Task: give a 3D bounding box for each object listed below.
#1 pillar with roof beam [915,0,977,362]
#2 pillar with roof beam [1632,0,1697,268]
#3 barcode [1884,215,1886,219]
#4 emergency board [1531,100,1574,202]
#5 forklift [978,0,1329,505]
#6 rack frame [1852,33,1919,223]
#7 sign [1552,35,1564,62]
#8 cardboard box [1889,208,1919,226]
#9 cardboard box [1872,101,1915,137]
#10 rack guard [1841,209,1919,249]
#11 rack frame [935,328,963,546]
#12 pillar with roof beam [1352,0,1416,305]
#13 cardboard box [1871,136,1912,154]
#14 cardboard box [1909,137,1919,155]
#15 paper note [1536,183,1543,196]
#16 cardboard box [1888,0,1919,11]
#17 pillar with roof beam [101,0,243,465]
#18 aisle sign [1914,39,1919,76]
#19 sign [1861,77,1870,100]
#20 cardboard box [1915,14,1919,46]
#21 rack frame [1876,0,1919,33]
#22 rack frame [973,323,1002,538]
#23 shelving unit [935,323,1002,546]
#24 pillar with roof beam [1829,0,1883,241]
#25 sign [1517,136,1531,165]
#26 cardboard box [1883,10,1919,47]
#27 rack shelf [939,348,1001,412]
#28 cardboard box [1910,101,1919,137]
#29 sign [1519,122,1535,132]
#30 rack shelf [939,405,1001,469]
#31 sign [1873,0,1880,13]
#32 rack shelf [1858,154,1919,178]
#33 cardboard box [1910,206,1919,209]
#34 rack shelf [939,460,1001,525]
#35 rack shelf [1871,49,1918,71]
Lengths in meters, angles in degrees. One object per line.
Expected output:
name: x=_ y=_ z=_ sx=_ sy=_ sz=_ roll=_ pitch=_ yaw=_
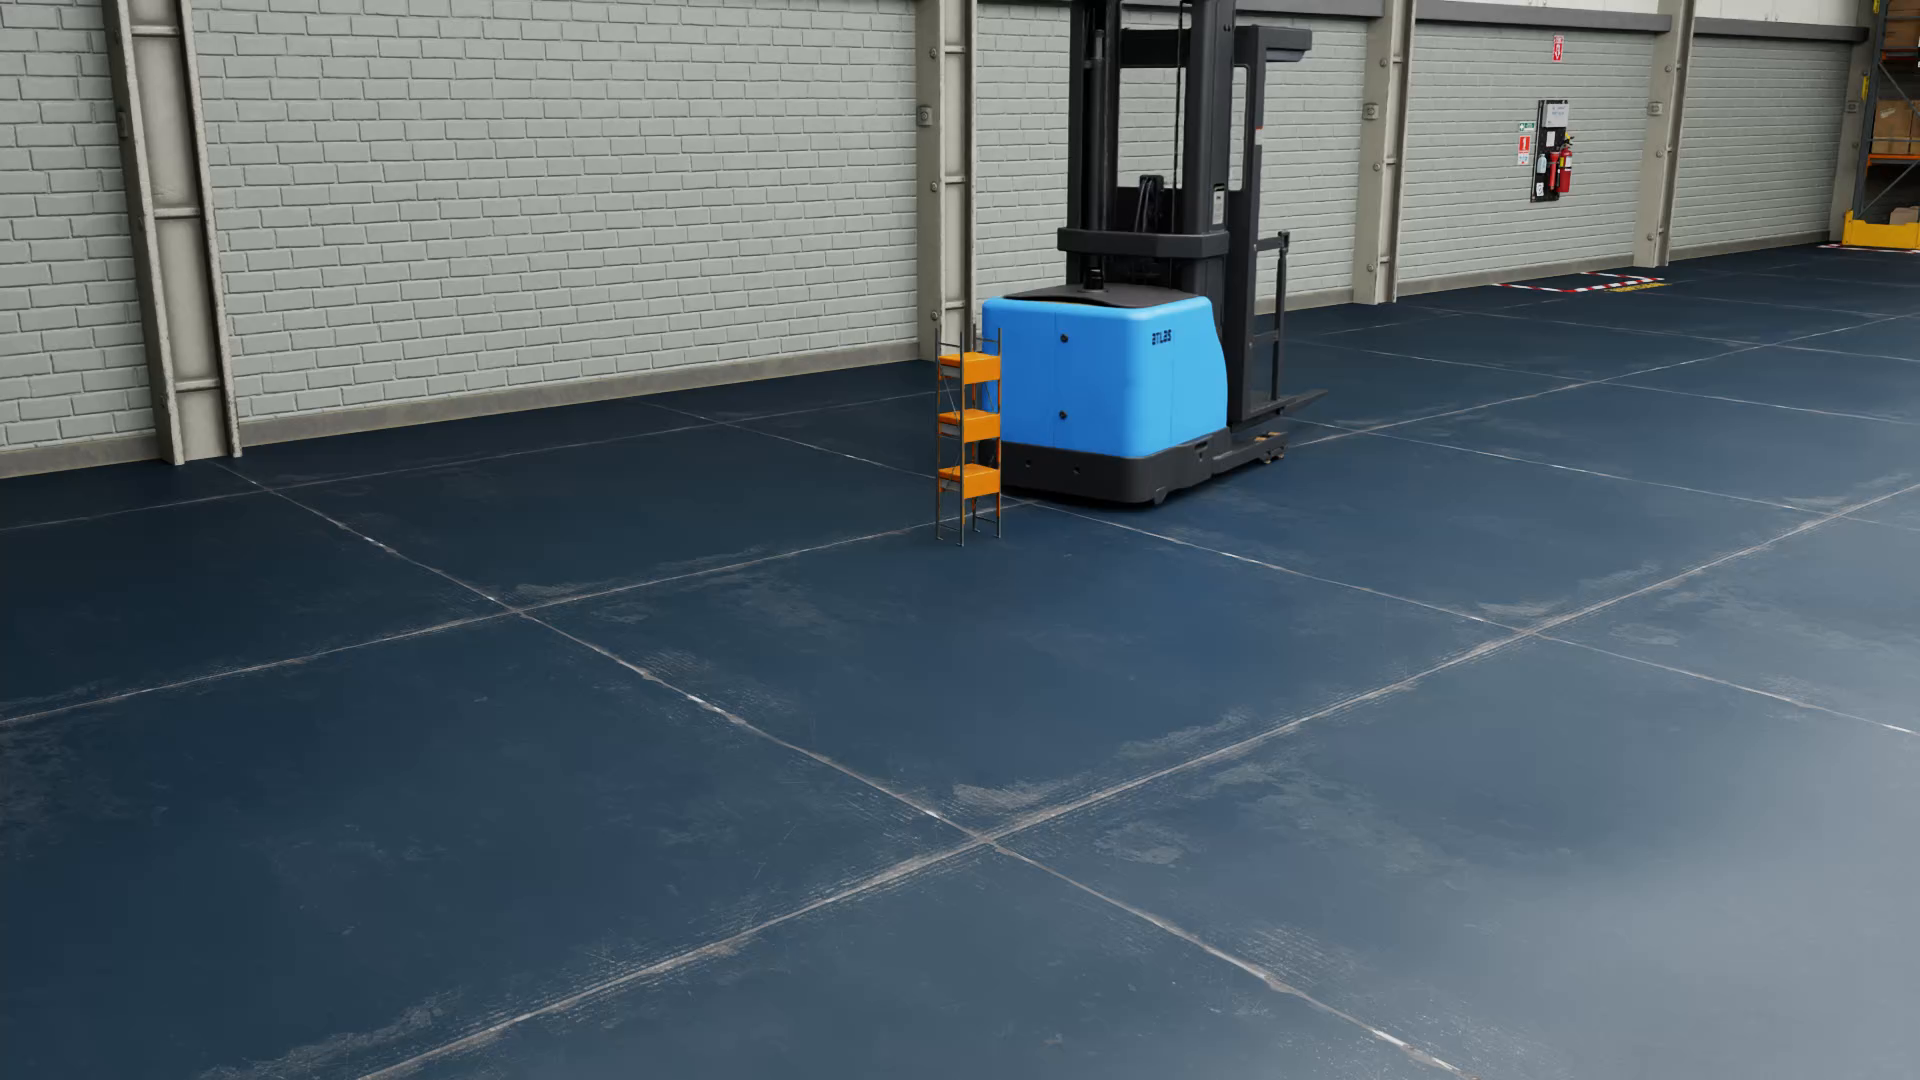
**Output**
pillar with roof beam: x=2.716 y=-5.035 z=9.663 sx=0.400 sy=9.000 sz=9.100 roll=-13 pitch=19 yaw=-39
pillar with roof beam: x=11.768 y=-7.068 z=17.273 sx=0.400 sy=9.000 sz=9.100 roll=-13 pitch=19 yaw=-39
barcode: x=13.840 y=-4.836 z=24.881 sx=0.075 sy=0.075 sz=0.001 roll=-13 pitch=19 yaw=-39
emergency board: x=7.053 y=-4.596 z=19.645 sx=0.643 sy=1.169 sz=0.194 roll=-13 pitch=19 yaw=-39
forklift: x=1.344 y=-1.928 z=9.789 sx=1.130 sy=2.935 sz=3.031 roll=10 pitch=18 yaw=33
rack frame: x=13.508 y=-5.737 z=23.916 sx=0.127 sy=3.000 sz=1.000 roll=-13 pitch=19 yaw=-39
sign: x=6.982 y=-5.734 z=19.414 sx=0.199 sy=0.298 sz=0.001 roll=-13 pitch=19 yaw=-39
cardboard box: x=14.089 y=-4.750 z=24.579 sx=0.500 sy=0.311 sz=0.500 roll=13 pitch=20 yaw=41
cardboard box: x=13.724 y=-6.158 z=24.289 sx=0.500 sy=0.500 sz=0.500 roll=-13 pitch=20 yaw=-40
rack guard: x=13.566 y=-4.542 z=24.286 sx=0.348 sy=0.500 sz=1.175 roll=-13 pitch=19 yaw=-39
rack frame: x=-0.052 y=-0.496 z=8.071 sx=0.008 sy=1.050 sz=0.200 roll=-13 pitch=19 yaw=-39
pillar with roof beam: x=7.242 y=-6.052 z=13.468 sx=0.400 sy=9.000 sz=9.100 roll=-13 pitch=19 yaw=-39
cardboard box: x=13.734 y=-5.791 z=24.370 sx=0.500 sy=0.250 sz=0.500 roll=-12 pitch=19 yaw=-39
cardboard box: x=14.085 y=-5.695 z=24.010 sx=0.500 sy=0.250 sz=0.500 roll=-13 pitch=20 yaw=-41
paper note: x=6.874 y=-4.154 z=19.697 sx=0.142 sy=0.148 sz=0.016 roll=-13 pitch=19 yaw=-39
cardboard box: x=13.662 y=-7.851 z=23.848 sx=0.500 sy=0.500 sz=0.500 roll=-12 pitch=19 yaw=-37
pillar with roof beam: x=-1.811 y=-4.019 z=5.857 sx=0.400 sy=9.000 sz=9.100 roll=-13 pitch=19 yaw=-39
aisle sign: x=13.651 y=-6.922 z=23.316 sx=0.004 sy=0.787 sz=0.394 roll=-13 pitch=19 yaw=-39
sign: x=13.159 y=-6.561 z=24.143 sx=0.005 sy=0.325 sz=0.100 roll=-13 pitch=19 yaw=-39
cardboard box: x=13.925 y=-7.252 z=23.543 sx=0.500 sy=0.500 sz=0.500 roll=-12 pitch=19 yaw=-38
rack frame: x=13.508 y=-8.635 z=23.141 sx=0.127 sy=3.000 sz=1.000 roll=-13 pitch=19 yaw=-39
rack frame: x=0.132 y=-0.537 z=8.226 sx=0.008 sy=1.050 sz=0.200 roll=-13 pitch=19 yaw=-39
shelving unit: x=0.040 y=-0.516 z=8.148 sx=0.252 sy=1.050 sz=0.215 roll=-13 pitch=19 yaw=-39
pillar with roof beam: x=16.295 y=-8.084 z=21.078 sx=0.400 sy=9.000 sz=9.100 roll=-13 pitch=19 yaw=-39
sign: x=6.568 y=-4.540 z=19.365 sx=0.234 sy=0.329 sz=0.001 roll=-13 pitch=19 yaw=-39
cardboard box: x=13.657 y=-7.364 z=23.962 sx=0.500 sy=0.500 sz=0.500 roll=-11 pitch=18 yaw=-35
rack shelf: x=0.040 y=-0.780 z=8.078 sx=0.240 sy=0.259 sz=0.215 roll=-13 pitch=19 yaw=-39
cardboard box: x=14.066 y=-6.059 z=23.919 sx=0.500 sy=0.500 sz=0.500 roll=-13 pitch=19 yaw=-39
sign: x=6.578 y=-4.795 z=19.293 sx=0.331 sy=0.109 sz=0.001 roll=-13 pitch=19 yaw=-39
rack shelf: x=0.040 y=-0.506 z=8.151 sx=0.240 sy=0.259 sz=0.215 roll=-13 pitch=19 yaw=-39
sign: x=13.159 y=-7.725 z=23.831 sx=0.005 sy=0.325 sz=0.100 roll=-13 pitch=19 yaw=-39
rack shelf: x=15.017 y=-5.728 z=25.277 sx=4.000 sy=0.370 sz=1.077 roll=-13 pitch=19 yaw=-39
cardboard box: x=14.519 y=-4.847 z=24.941 sx=0.500 sy=0.311 sz=0.500 roll=-11 pitch=18 yaw=-35
rack shelf: x=0.040 y=-0.238 z=8.223 sx=0.240 sy=0.259 sz=0.215 roll=-13 pitch=19 yaw=-39
rack shelf: x=15.017 y=-7.178 z=24.890 sx=4.000 sy=0.370 sz=1.077 roll=-13 pitch=19 yaw=-39
